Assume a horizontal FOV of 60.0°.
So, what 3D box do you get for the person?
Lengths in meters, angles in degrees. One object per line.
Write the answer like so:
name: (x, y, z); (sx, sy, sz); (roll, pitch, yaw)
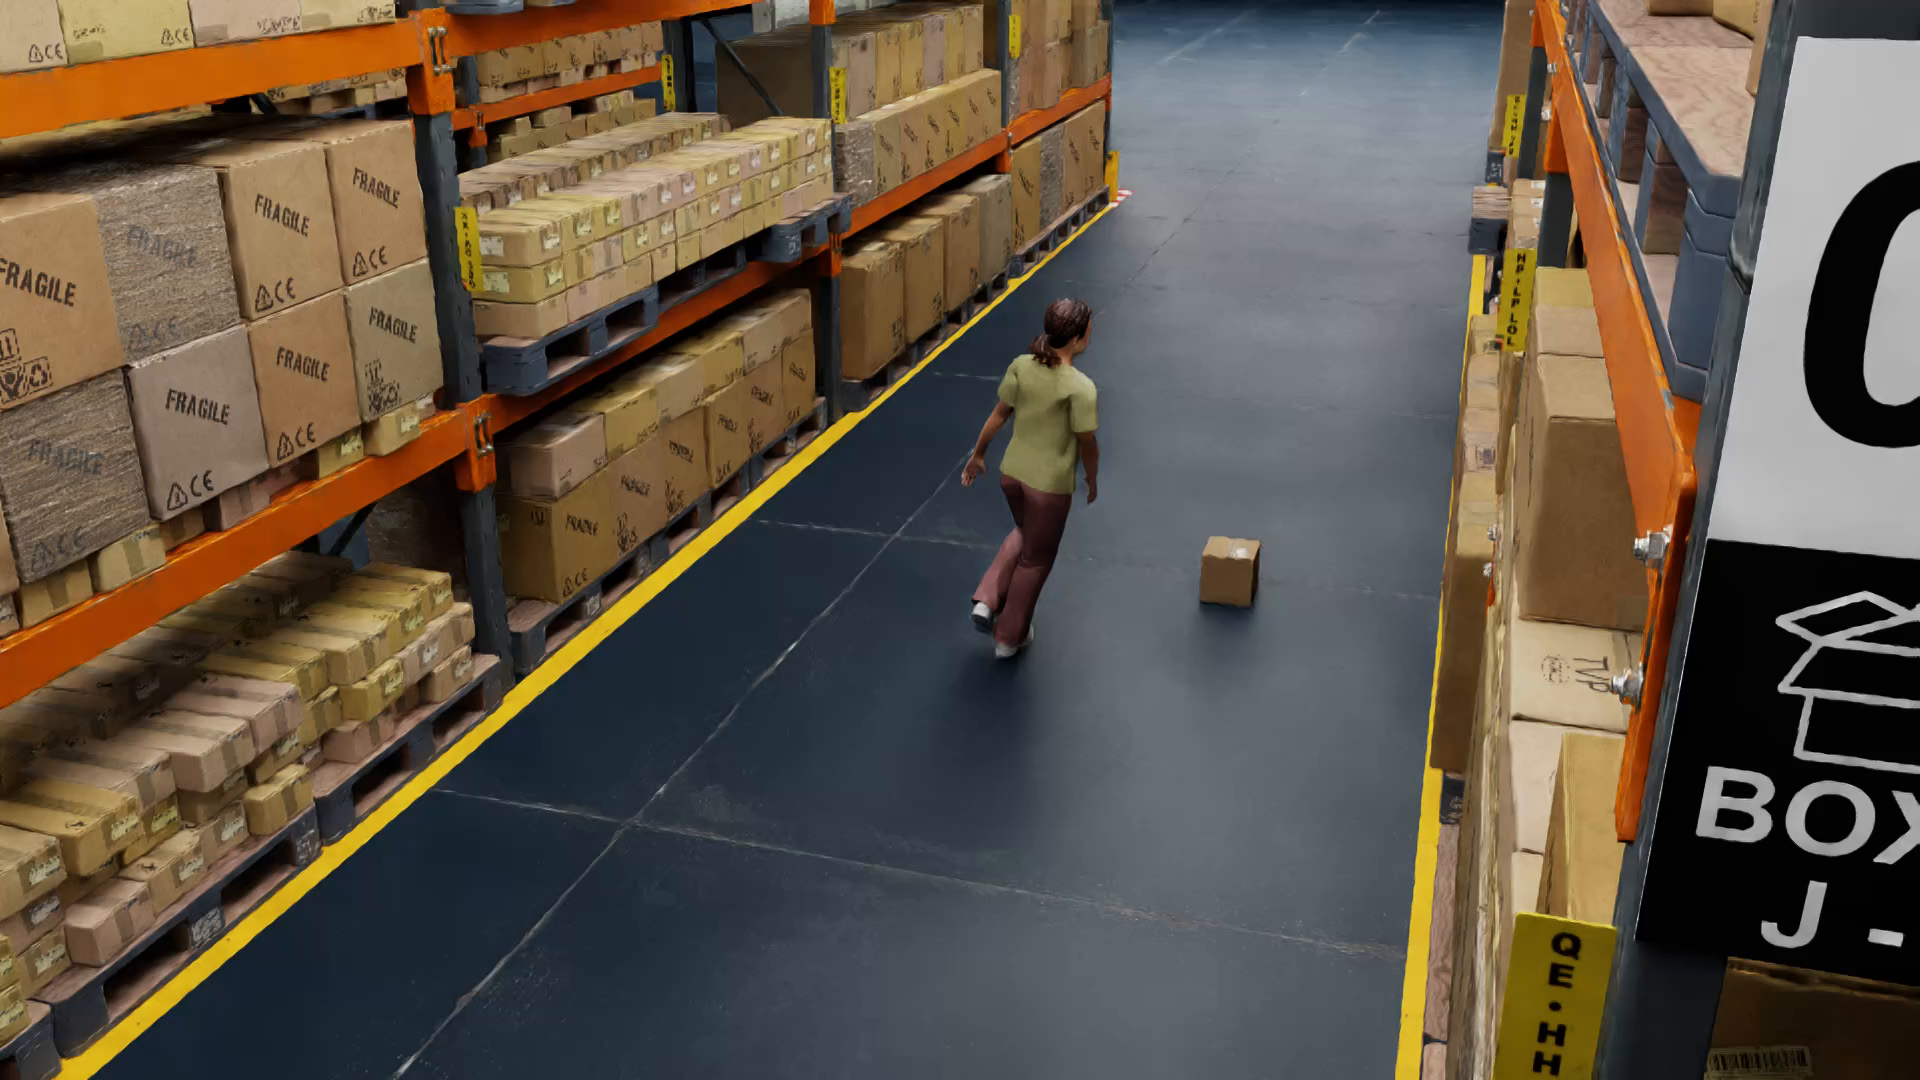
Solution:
person: (0.322, -0.253, 7.174); (0.638, 1.649, 0.457); (18, 28, 38)
